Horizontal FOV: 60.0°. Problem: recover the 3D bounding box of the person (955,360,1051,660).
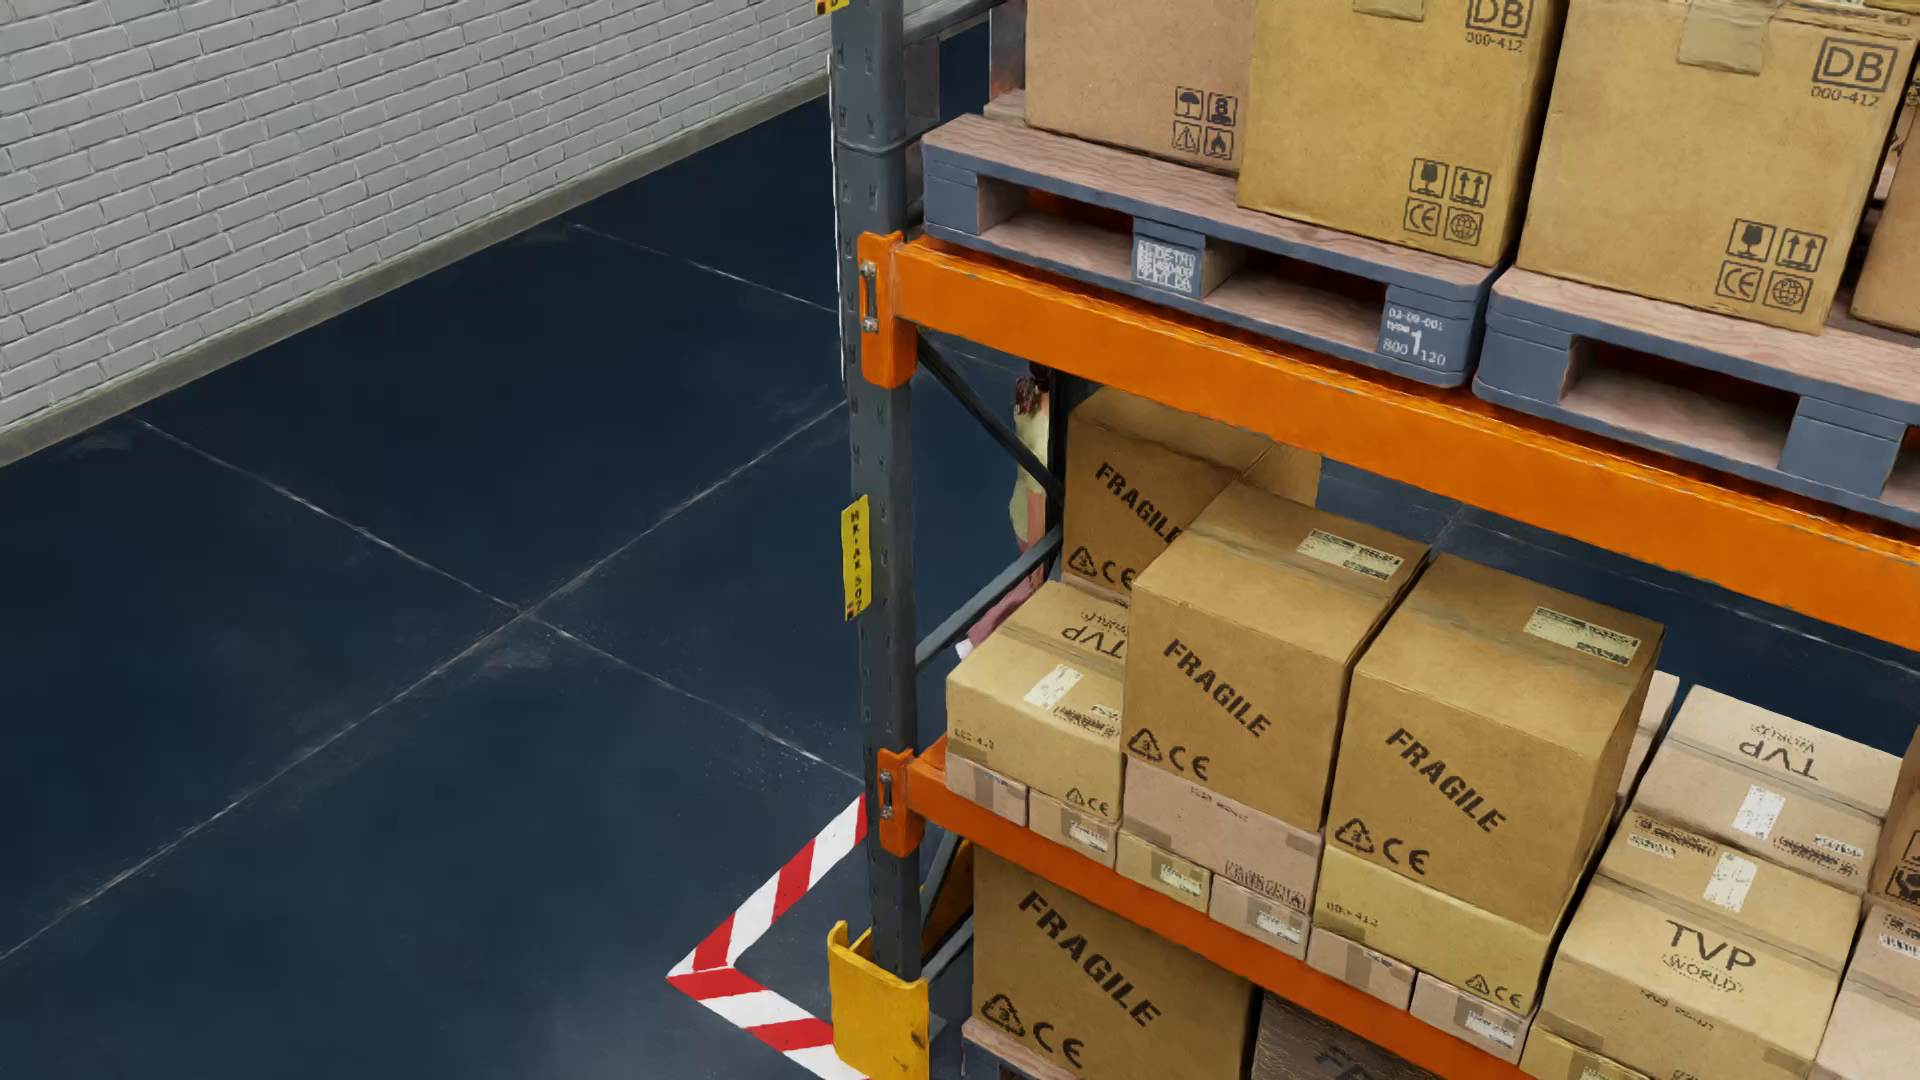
[{"bbox_3d":[0.291,-0.006,6.126,0.589,1.665,0.600,-5,35,-7],"label":"person"}]
